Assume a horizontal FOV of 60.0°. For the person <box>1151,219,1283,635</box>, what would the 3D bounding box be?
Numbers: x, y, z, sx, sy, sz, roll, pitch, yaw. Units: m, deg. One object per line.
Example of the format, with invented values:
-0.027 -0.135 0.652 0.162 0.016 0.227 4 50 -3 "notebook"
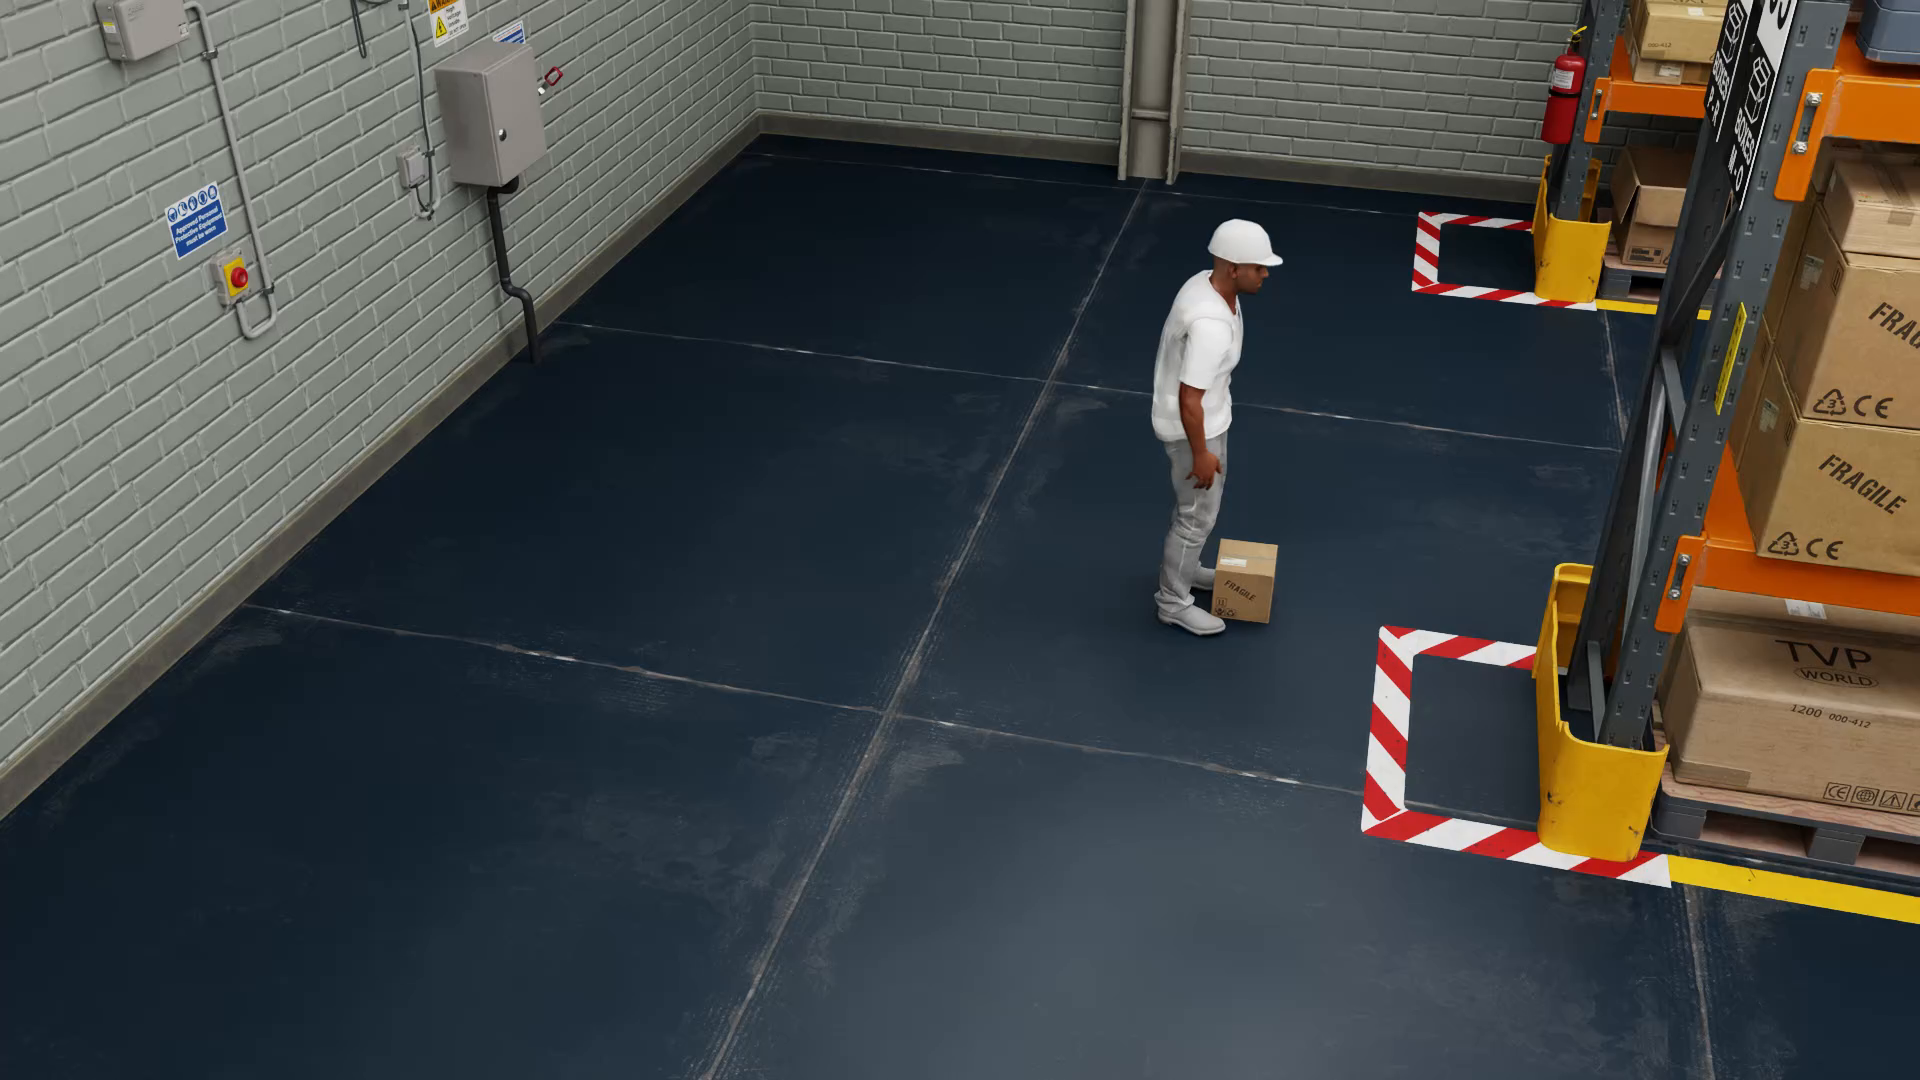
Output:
1.023 -0.483 6.875 0.463 1.760 0.634 8 33 12 "person"
